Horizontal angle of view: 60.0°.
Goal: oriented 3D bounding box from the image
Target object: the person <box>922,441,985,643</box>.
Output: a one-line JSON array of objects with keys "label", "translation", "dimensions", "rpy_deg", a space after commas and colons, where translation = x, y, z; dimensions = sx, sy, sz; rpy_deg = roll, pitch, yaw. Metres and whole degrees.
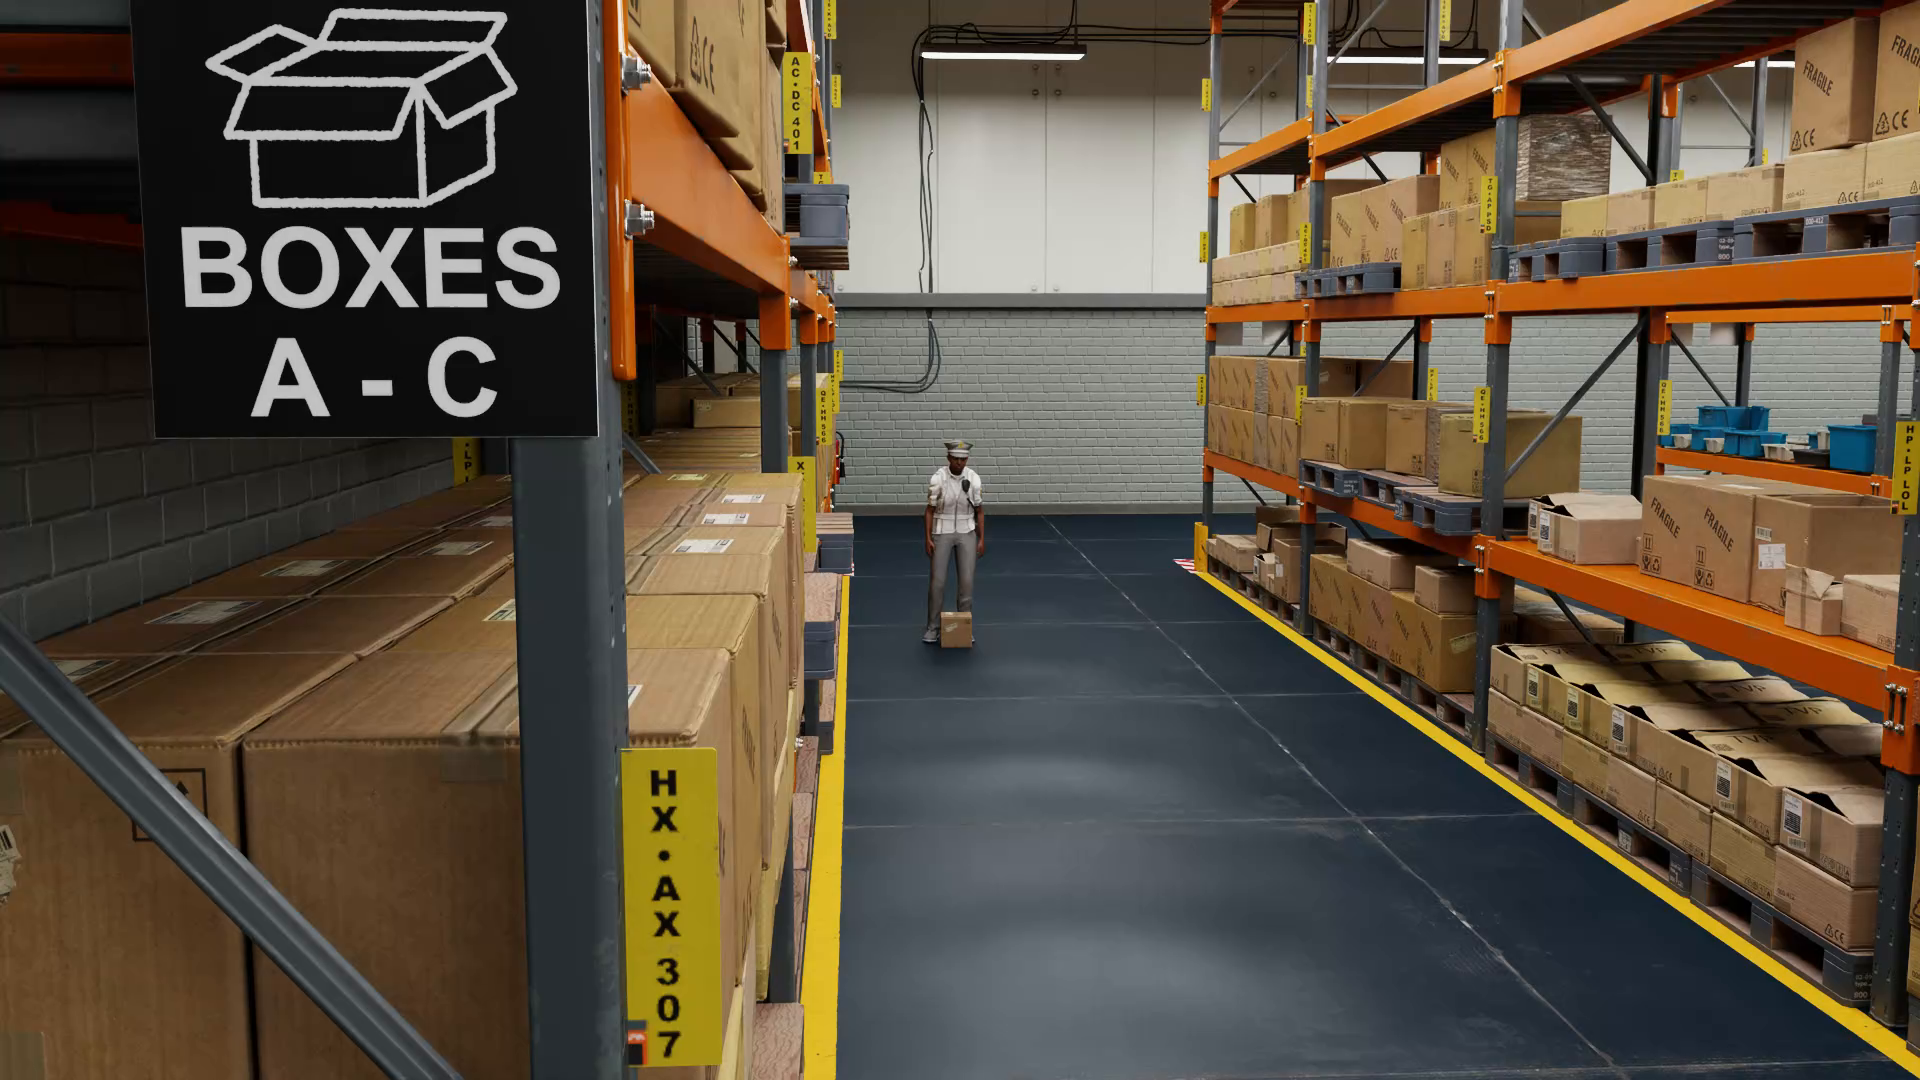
[{"label": "person", "translation": [-0.053, 0.004, 13.699], "dimensions": [0.531, 1.664, 0.420], "rpy_deg": [-1, 7, -6]}]
